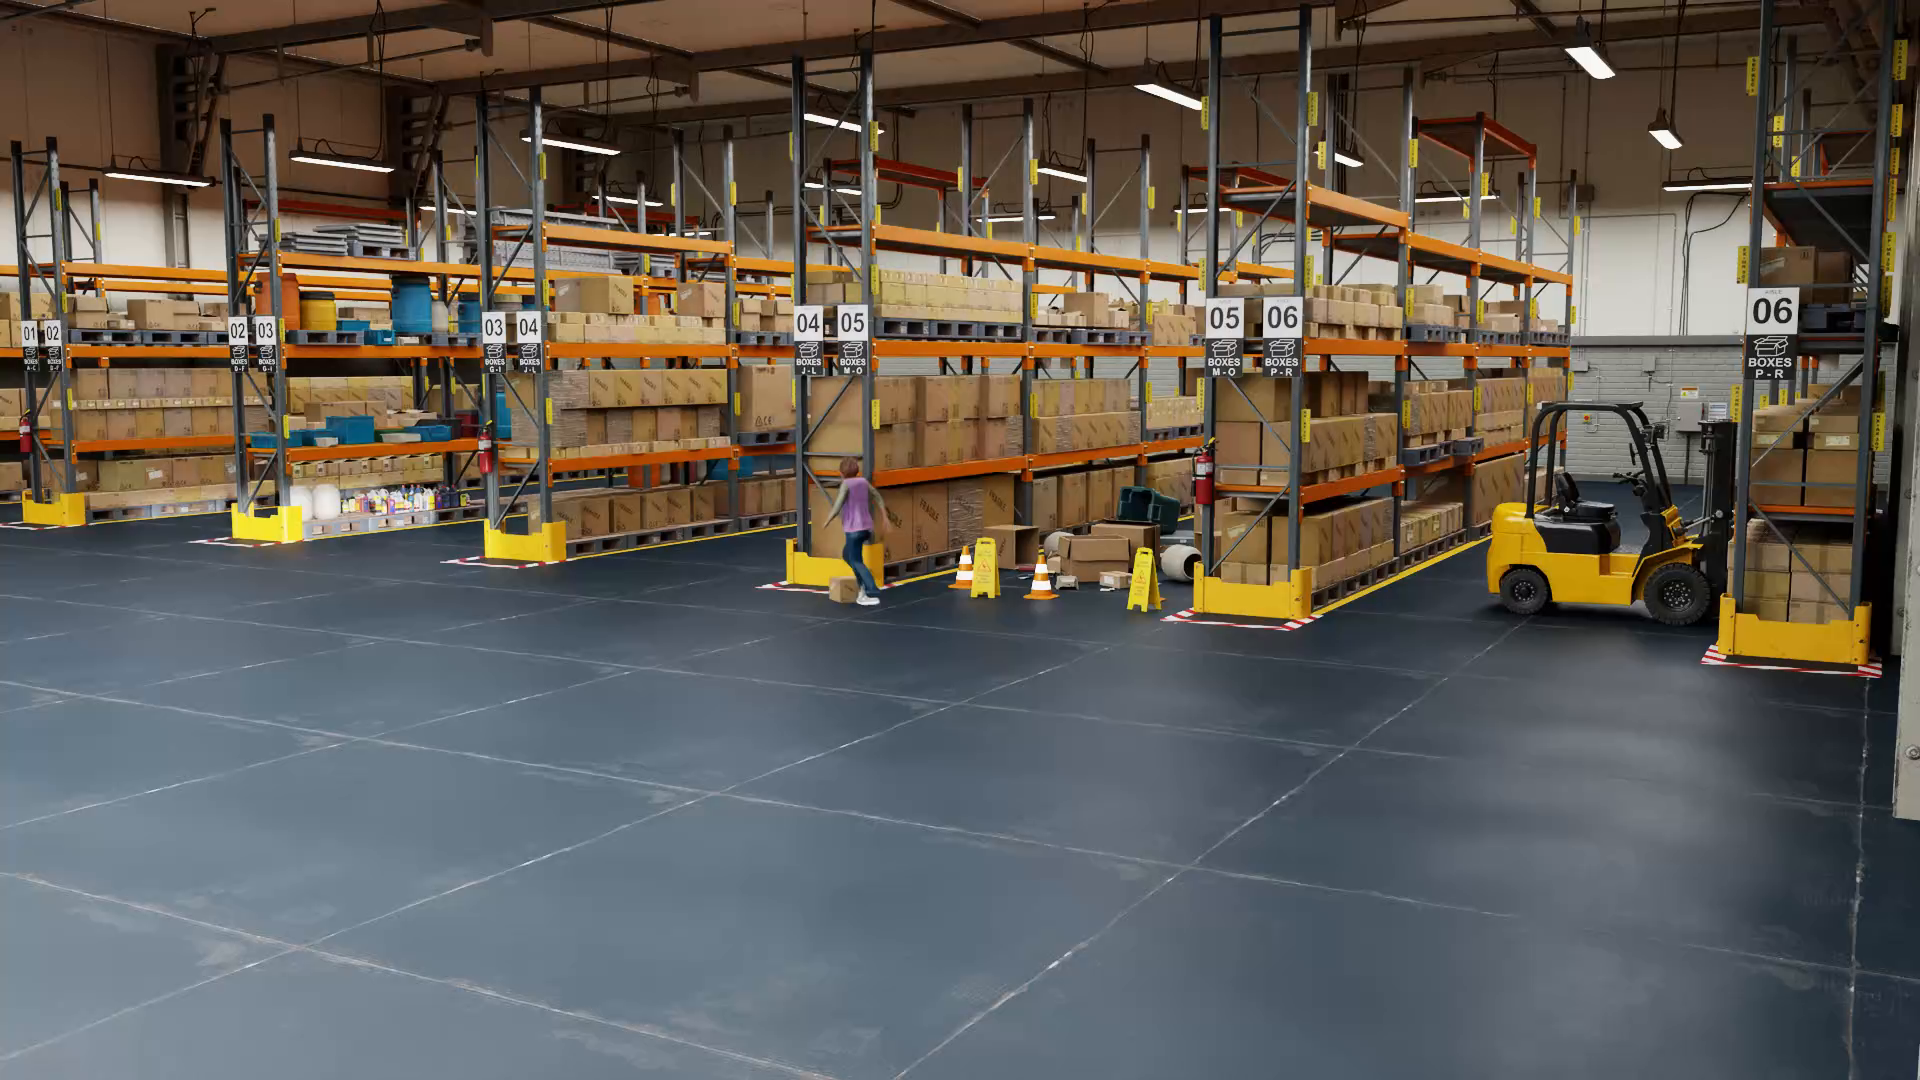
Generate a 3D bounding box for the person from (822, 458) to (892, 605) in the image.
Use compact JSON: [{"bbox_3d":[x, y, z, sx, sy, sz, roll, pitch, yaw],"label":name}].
[{"bbox_3d":[-1.100,-0.094,17.657,0.674,1.537,0.578,4,7,32],"label":"person"}]
